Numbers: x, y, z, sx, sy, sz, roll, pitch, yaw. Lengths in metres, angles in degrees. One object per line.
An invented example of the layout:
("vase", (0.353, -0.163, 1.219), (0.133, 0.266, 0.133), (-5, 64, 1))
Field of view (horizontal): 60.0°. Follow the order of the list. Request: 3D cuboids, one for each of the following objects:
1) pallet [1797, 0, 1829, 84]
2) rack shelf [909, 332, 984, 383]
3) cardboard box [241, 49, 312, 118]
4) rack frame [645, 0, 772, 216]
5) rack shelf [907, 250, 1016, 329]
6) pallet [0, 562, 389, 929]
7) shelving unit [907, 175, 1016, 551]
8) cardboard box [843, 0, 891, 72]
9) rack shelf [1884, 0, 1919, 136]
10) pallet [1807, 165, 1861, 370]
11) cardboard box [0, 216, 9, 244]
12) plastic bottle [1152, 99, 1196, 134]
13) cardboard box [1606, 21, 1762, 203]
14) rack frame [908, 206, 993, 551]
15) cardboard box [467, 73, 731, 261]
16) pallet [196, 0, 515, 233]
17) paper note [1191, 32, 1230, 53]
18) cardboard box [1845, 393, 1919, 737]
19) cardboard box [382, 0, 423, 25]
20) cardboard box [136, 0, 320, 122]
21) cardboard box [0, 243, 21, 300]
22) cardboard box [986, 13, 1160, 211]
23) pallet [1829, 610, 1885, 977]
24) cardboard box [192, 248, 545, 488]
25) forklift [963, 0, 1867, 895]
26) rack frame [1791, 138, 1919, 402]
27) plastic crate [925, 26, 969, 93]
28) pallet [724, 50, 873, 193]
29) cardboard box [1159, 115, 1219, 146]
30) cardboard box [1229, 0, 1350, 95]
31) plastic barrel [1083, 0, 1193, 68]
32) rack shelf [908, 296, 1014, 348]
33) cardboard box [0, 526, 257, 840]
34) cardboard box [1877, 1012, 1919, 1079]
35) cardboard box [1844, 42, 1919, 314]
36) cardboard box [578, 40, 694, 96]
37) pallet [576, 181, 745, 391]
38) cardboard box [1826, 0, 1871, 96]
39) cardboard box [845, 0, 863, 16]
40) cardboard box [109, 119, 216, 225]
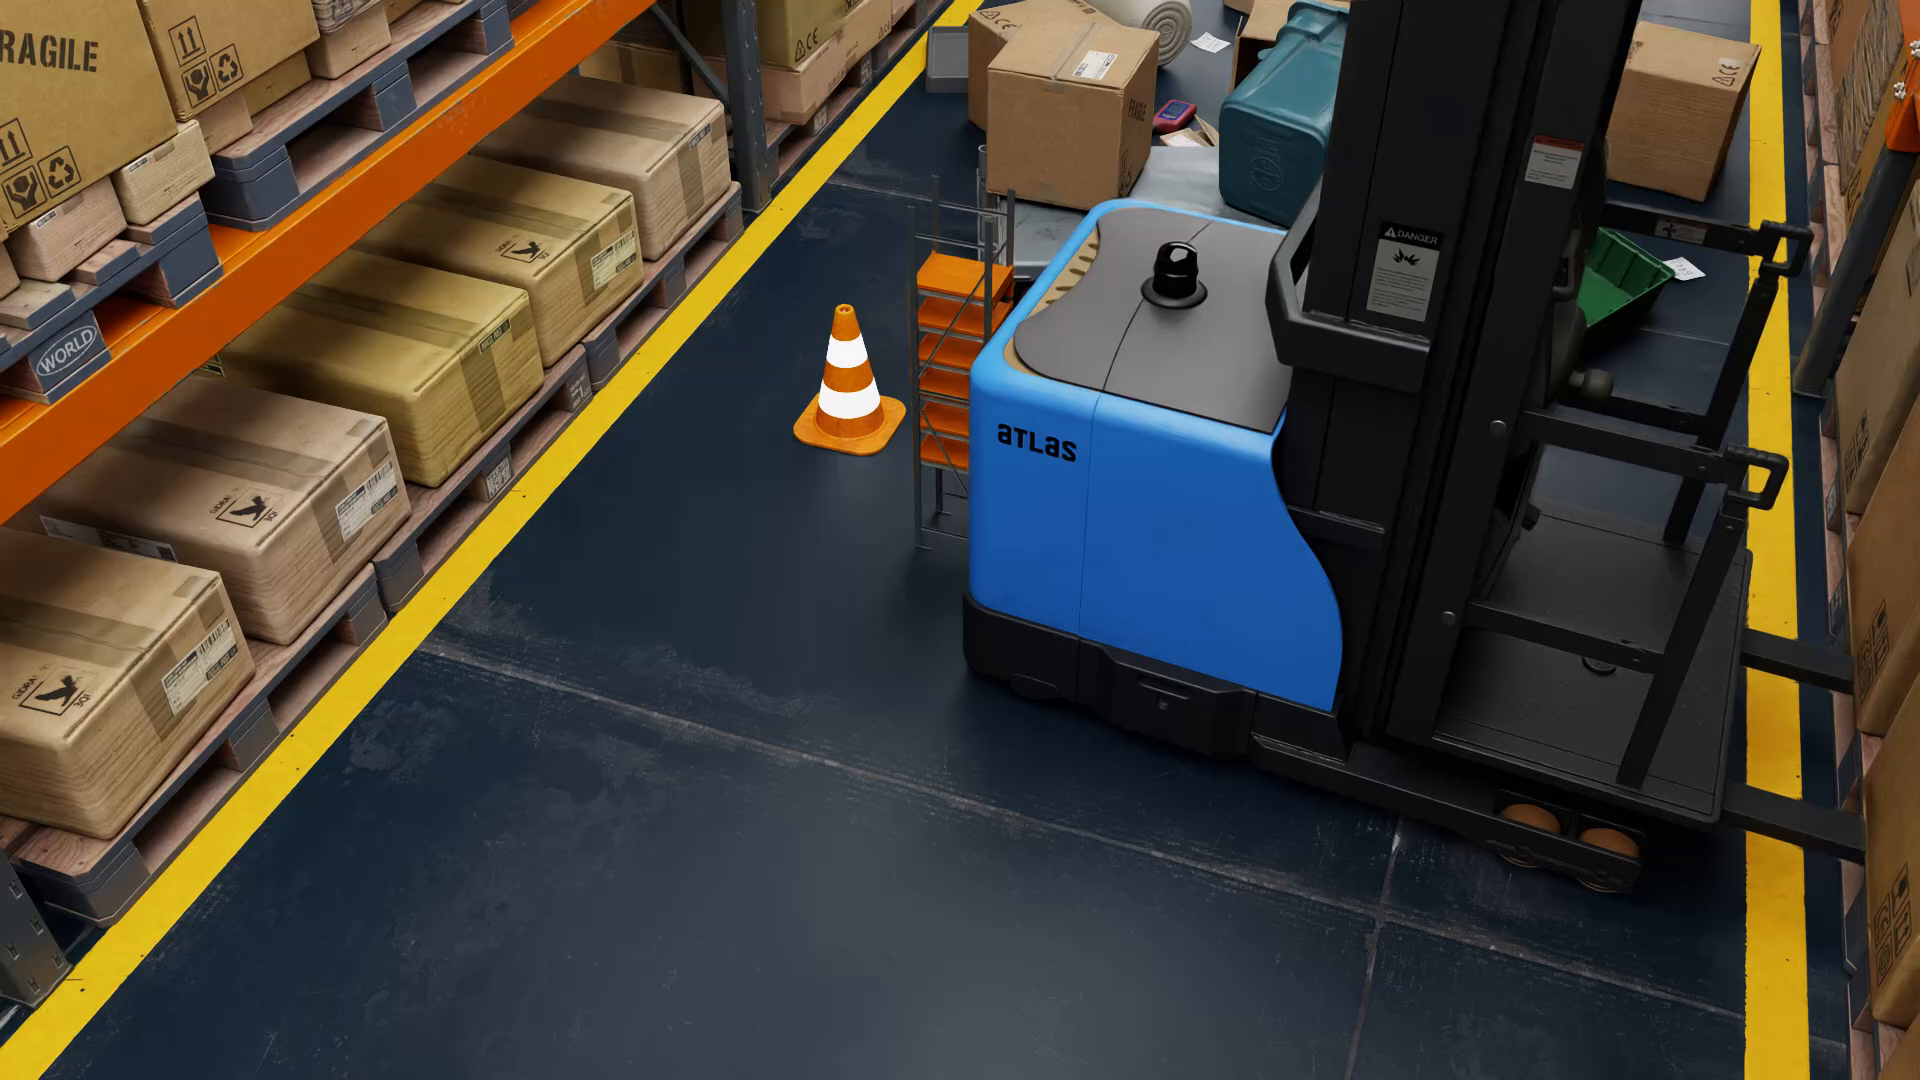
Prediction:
("pallet", (4.584, -2.450, 7.960), (1.003, 0.211, 1.213), (13, 42, 15))
("rack shelf", (0.005, -0.523, 4.822), (0.258, 0.103, 0.180), (13, 42, 15))
("cardboard box", (-1.904, -1.225, 4.245), (0.380, 0.149, 0.250), (15, 43, 17))
("rack frame", (-1.270, -2.614, 6.002), (1.000, 3.000, 0.127), (13, 42, 15))
("rack shelf", (0.005, -0.705, 4.666), (0.258, 0.103, 0.180), (13, 42, 15))
("pallet", (-2.369, 0.411, 4.606), (1.003, 0.211, 1.213), (13, 42, 15))
("shelving unit", (0.005, -0.465, 4.871), (0.258, 1.200, 0.189), (13, 42, 15))
("cardboard box", (-0.642, -2.355, 7.495), (0.500, 0.250, 0.500), (16, 43, 18))
("rack shelf", (4.100, -2.523, 6.450), (1.077, 0.370, 4.000), (13, 42, 15))
("pallet", (3.750, -0.962, 6.215), (1.003, 0.211, 1.213), (13, 42, 15))
("cardboard box", (-2.266, -0.708, 3.139), (0.500, 0.500, 0.500), (12, 42, 14))
("plastic bottle", (0.934, -1.867, 7.391), (0.133, 0.061, 0.283), (21, 45, 22))
("cardboard box", (2.983, -1.801, 6.974), (0.500, 0.500, 0.500), (21, 45, 22))
("rack frame", (-0.026, -0.409, 4.806), (0.240, 1.200, 0.006), (13, 42, 15))
("cardboard box", (-1.447, -1.453, 6.343), (0.950, 0.372, 0.625), (14, 42, 16))
("pallet", (-1.999, -1.317, 4.631), (1.003, 0.211, 1.213), (13, 42, 15))
("paper note", (1.214, -2.416, 8.067), (0.148, 0.019, 0.142), (29, 48, 29))
("cardboard box", (2.955, 0.106, 4.225), (1.050, 0.750, 0.750), (13, 42, 15))
("cardboard box", (-1.735, -1.546, 4.621), (0.380, 0.149, 0.250), (12, 42, 14))
("cardboard box", (-1.919, -1.353, 3.895), (0.500, 0.500, 0.500), (14, 42, 16))
("cardboard box", (-2.223, -0.560, 3.465), (0.380, 0.149, 0.250), (11, 42, 12))
("cardboard box", (0.413, -1.574, 6.126), (0.500, 0.500, 0.500), (13, 42, 15))
("pallet", (2.808, 0.718, 4.246), (1.003, 0.211, 1.213), (13, 42, 15))
("cardboard box", (-1.926, -0.589, 5.331), (0.950, 0.372, 0.625), (15, 43, 17))
("forklift", (1.572, -0.620, 3.718), (3.031, 2.935, 1.130), (16, 43, 18))
("rack frame", (3.416, -1.577, 4.787), (1.000, 3.000, 0.127), (13, 42, 15))
("plastic crate", (0.038, -2.278, 7.859), (0.402, 0.080, 0.583), (0, 40, 0))
("pallet", (-1.073, -1.970, 7.397), (1.003, 0.211, 1.213), (13, 42, 15))
("cardboard box", (1.026, -1.594, 6.914), (0.258, 0.266, 0.396), (-13, 42, -15))
("cardboard box", (1.565, -1.950, 7.043), (0.797, 0.637, 0.503), (13, 42, 15))
("plastic barrel", (0.814, -2.477, 7.828), (0.421, 0.421, 0.512), (-21, 45, -22))
("rack shelf", (0.005, -0.614, 4.744), (0.258, 0.103, 0.180), (13, 42, 15))
("cardboard box", (-2.435, 0.324, 4.261), (0.950, 0.372, 0.625), (11, 42, 12))
("cardboard box", (2.341, 1.208, 2.933), (1.050, 0.750, 0.750), (13, 42, 14))
("cardboard box", (3.697, -1.296, 5.772), (0.875, 0.875, 0.875), (14, 42, 16))
("cardboard box", (-1.320, -2.148, 7.251), (0.500, 0.250, 0.500), (15, 43, 17))
("pallet", (-1.535, -1.078, 6.350), (1.003, 0.211, 1.213), (13, 42, 15))
("cardboard box", (4.316, -2.402, 7.068), (0.875, 0.875, 0.875), (13, 42, 14))
("cardboard box", (-0.642, -2.642, 7.252), (0.500, 0.500, 0.500), (15, 43, 17))
("cardboard box", (-1.973, -0.880, 3.840), (0.380, 0.149, 0.250), (14, 42, 15))
